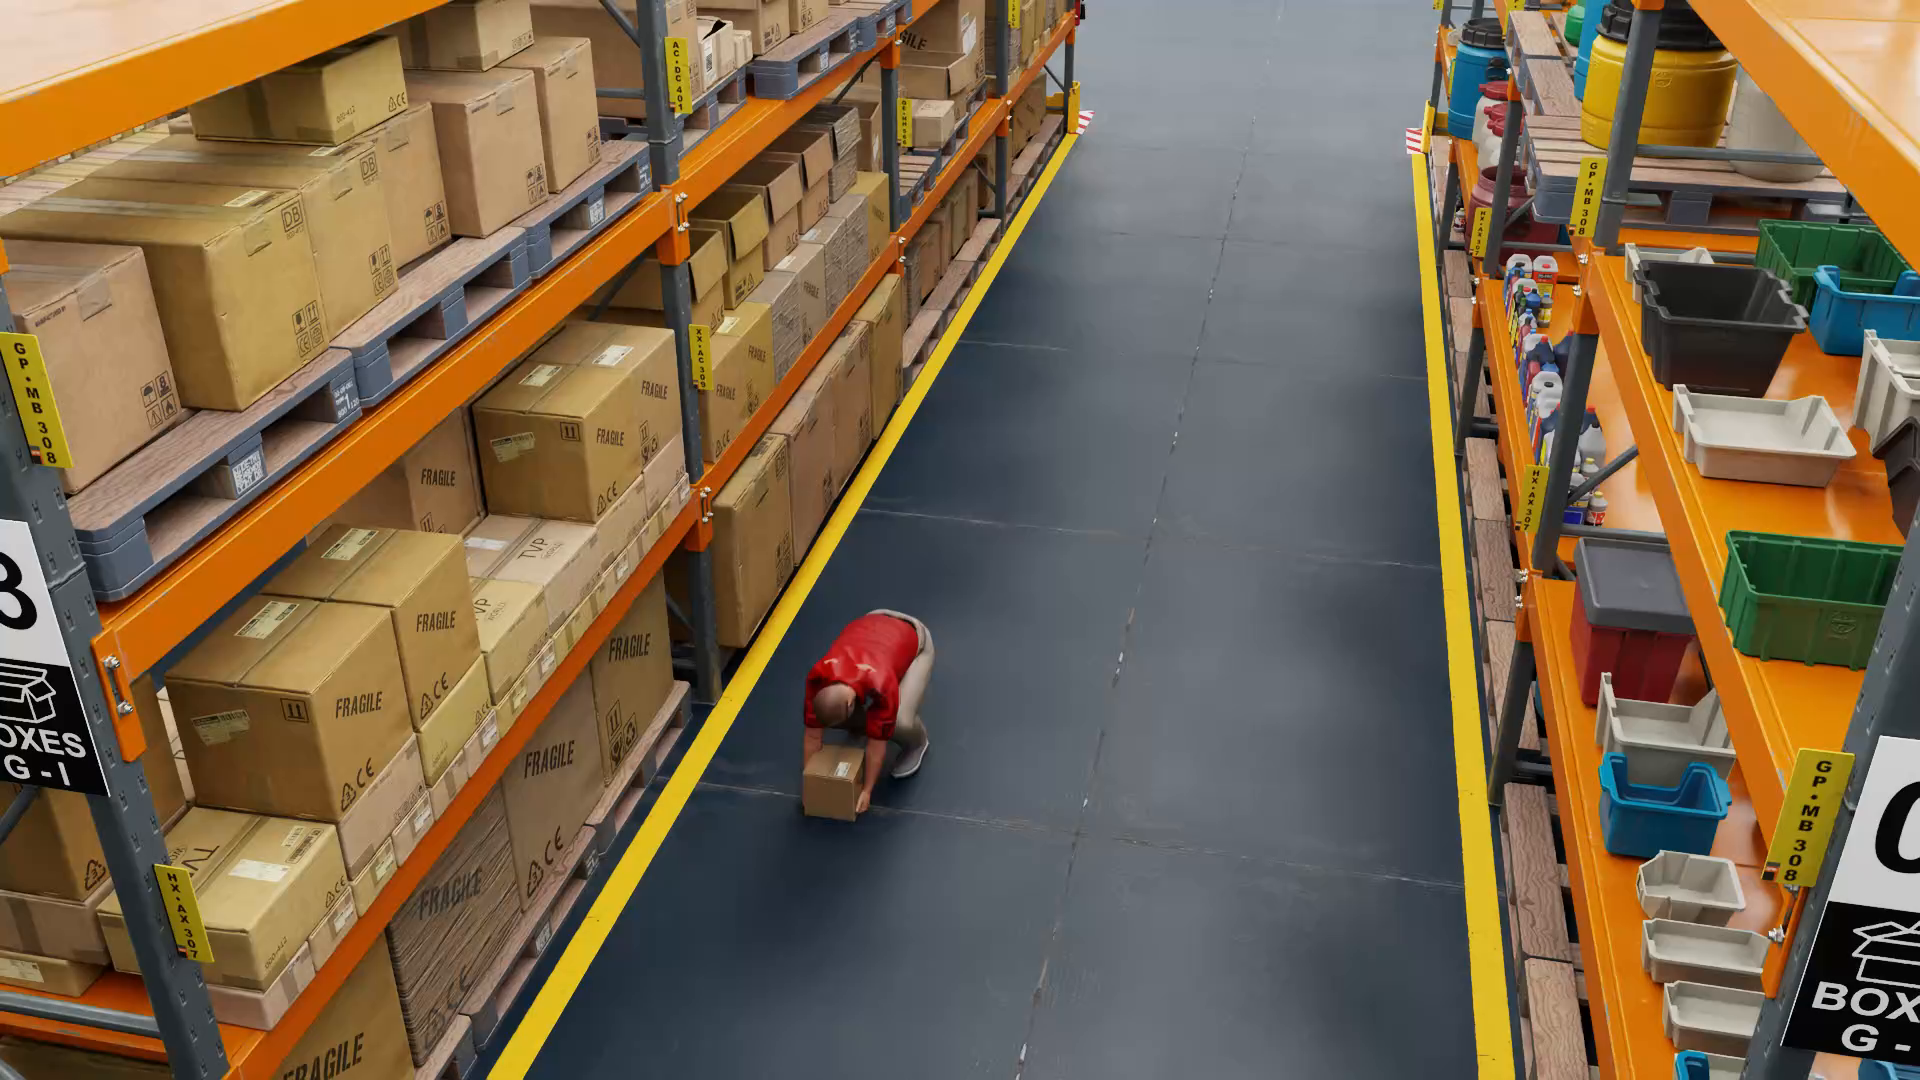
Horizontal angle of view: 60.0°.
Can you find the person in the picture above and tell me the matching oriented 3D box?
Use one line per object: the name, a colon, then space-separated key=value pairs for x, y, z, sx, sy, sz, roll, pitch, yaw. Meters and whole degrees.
person: x=-0.456 y=0.826 z=8.133 sx=0.534 sy=0.804 sz=0.950 roll=13 pitch=31 yaw=23
